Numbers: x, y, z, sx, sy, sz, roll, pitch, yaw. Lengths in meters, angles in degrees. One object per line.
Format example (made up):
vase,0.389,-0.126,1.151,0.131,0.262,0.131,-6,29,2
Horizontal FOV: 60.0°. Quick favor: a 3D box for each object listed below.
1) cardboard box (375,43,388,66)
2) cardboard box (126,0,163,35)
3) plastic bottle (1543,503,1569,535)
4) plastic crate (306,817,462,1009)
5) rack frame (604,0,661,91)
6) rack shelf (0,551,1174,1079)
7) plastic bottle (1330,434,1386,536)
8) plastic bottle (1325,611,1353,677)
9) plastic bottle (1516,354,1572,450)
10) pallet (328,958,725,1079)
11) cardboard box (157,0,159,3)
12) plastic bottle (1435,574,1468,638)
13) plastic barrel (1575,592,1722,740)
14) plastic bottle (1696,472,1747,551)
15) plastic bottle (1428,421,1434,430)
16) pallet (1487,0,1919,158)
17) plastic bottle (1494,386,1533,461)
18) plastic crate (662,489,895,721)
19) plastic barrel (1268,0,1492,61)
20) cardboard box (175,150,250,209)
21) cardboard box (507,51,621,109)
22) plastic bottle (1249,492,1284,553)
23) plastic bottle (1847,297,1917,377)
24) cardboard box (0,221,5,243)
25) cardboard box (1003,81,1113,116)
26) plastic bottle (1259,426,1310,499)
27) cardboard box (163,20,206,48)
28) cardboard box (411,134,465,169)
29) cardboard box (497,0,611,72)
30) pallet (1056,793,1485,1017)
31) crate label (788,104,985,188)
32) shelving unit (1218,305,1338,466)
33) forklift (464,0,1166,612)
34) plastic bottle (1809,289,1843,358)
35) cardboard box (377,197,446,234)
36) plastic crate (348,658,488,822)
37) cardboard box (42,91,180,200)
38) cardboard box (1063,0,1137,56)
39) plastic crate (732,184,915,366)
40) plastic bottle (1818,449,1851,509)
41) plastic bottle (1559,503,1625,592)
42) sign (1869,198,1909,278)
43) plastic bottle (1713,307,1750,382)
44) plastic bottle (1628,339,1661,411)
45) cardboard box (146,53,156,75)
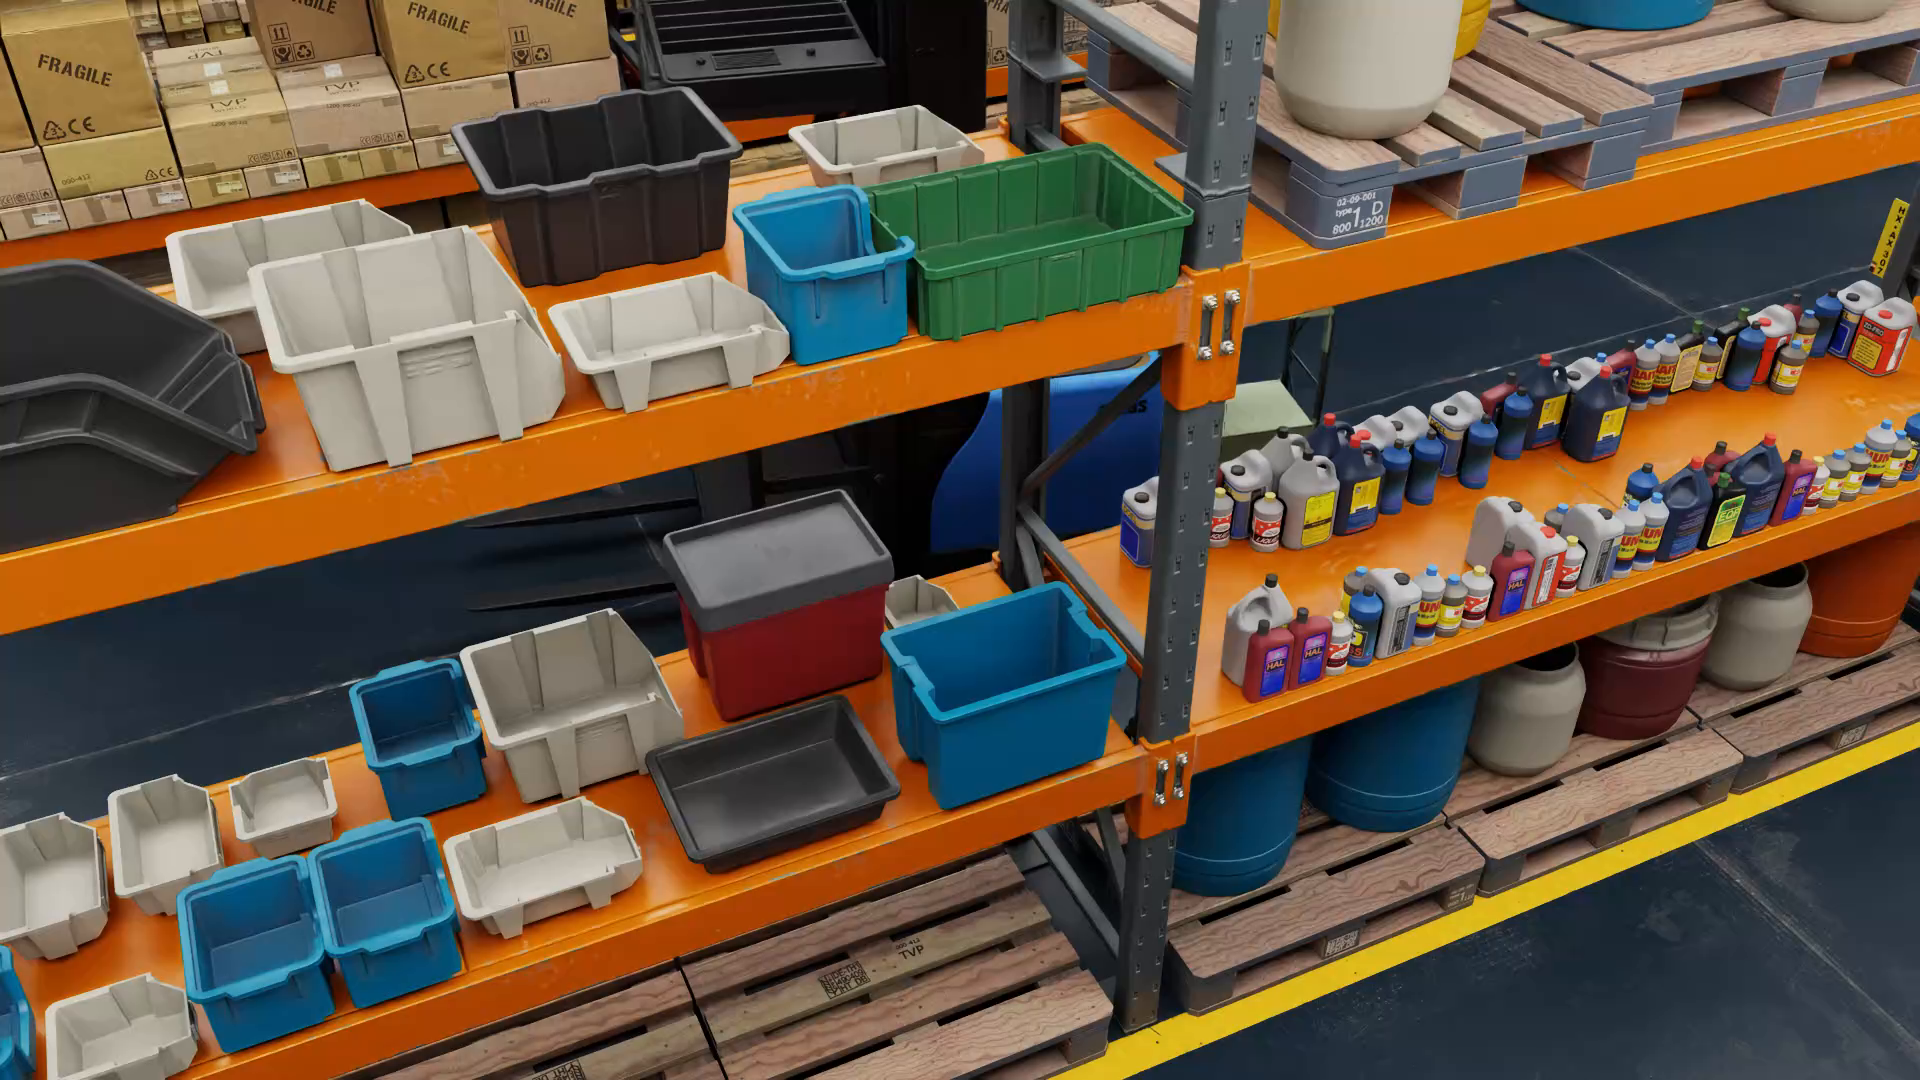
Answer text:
cardboard box,-2.700,-2.471,8.440,0.500,0.250,0.500,-16,39,-20
cardboard box,-5.804,-3.715,11.781,0.250,0.149,0.380,-14,39,-18
plastic bottle,1.952,-0.029,5.438,0.097,0.201,0.097,0,37,0
plastic crate,-1.401,0.920,4.082,0.300,0.233,0.416,-16,39,-20
rack frame,-1.711,-2.513,8.620,0.127,3.000,1.000,-16,39,-20
rack shelf,-1.417,0.953,4.551,4.000,0.370,1.077,-16,39,-20
plastic bottle,1.315,-0.200,5.543,0.185,0.351,0.144,-16,39,-20
plastic bottle,1.124,0.302,4.991,0.097,0.201,0.097,0,37,0
plastic bottle,2.083,-0.510,5.961,0.185,0.351,0.144,-16,39,-20
pallet,-1.362,1.796,5.151,1.213,0.211,1.003,-16,39,-20
cardboard box,-5.778,-4.037,12.216,0.250,0.149,0.380,-17,40,-21
plastic bottle,1.510,0.194,5.137,0.097,0.201,0.097,0,37,0
plastic barrel,2.556,0.364,6.412,0.708,0.588,0.600,-16,39,-20
plastic bottle,2.506,-0.105,5.472,0.133,0.283,0.061,-16,39,-20
plastic bottle,1.615,-0.334,5.850,0.097,0.201,0.097,0,37,0
pallet,2.087,-1.511,4.909,1.213,0.211,1.003,-16,39,-20
plastic bottle,1.971,-0.422,5.909,0.097,0.271,0.097,0,37,0
plastic crate,-0.522,0.199,4.860,0.583,0.464,0.402,-16,39,-20
plastic barrel,1.133,-1.631,4.403,0.600,0.588,0.600,0,37,0
cardboard box,-3.479,-1.701,7.737,0.250,0.149,0.380,-17,40,-21
cardboard box,-2.000,-2.319,8.235,0.500,0.250,0.500,-16,40,-21
plastic bottle,1.013,-0.066,5.488,0.097,0.201,0.097,0,37,0
plastic bottle,3.550,-0.787,6.398,0.135,0.276,0.152,-16,39,-20
cardboard box,-4.408,-1.442,7.387,0.250,0.149,0.380,-17,40,-21
cardboard box,0.466,-2.456,9.974,0.875,0.875,1.225,-15,39,-20
plastic bottle,1.086,-0.231,5.585,0.185,0.351,0.144,-16,39,-20
cardboard box,-5.603,-3.702,12.015,0.250,0.149,0.380,-14,39,-18
cardboard box,-2.546,-1.963,8.089,0.250,0.149,0.380,-15,39,-19
cardboard box,-2.014,-2.613,8.001,0.500,0.500,0.500,-15,39,-19
pallet,1.109,1.105,6.083,1.213,0.211,1.003,-16,39,-20
crate label,-0.173,-0.973,4.247,0.466,0.136,0.293,-16,39,-20
shelving unit,1.206,-0.723,7.465,0.755,1.500,0.431,-8,37,-11
forklift,-0.684,-1.108,6.784,3.031,2.935,1.130,-8,37,-11
plastic bottle,3.368,-0.853,6.490,0.097,0.271,0.097,0,37,0
cardboard box,-3.158,-1.476,8.654,0.875,0.875,0.875,-16,39,-20
plastic crate,-1.478,0.556,4.573,0.300,0.233,0.416,-16,39,-20
cardboard box,-3.859,-1.796,7.530,0.500,0.250,0.500,-17,40,-21
cardboard box,0.646,-3.051,9.261,0.500,0.500,0.500,-17,40,-21
plastic crate,-0.295,-0.577,3.632,0.300,0.233,0.416,-16,39,-20
plastic bottle,2.979,-0.216,5.691,0.097,0.201,0.097,0,37,0
plastic bottle,2.022,0.003,5.332,0.135,0.276,0.152,-16,39,-20
sign,3.774,-1.215,6.733,0.005,0.325,0.100,-16,39,-20
plastic bottle,2.925,-0.746,6.336,0.133,0.283,0.061,-16,39,-20
plastic bottle,2.532,-0.619,6.175,0.097,0.271,0.097,0,37,0
cardboard box,-5.846,-3.483,11.968,0.250,0.149,0.380,-16,39,-20
